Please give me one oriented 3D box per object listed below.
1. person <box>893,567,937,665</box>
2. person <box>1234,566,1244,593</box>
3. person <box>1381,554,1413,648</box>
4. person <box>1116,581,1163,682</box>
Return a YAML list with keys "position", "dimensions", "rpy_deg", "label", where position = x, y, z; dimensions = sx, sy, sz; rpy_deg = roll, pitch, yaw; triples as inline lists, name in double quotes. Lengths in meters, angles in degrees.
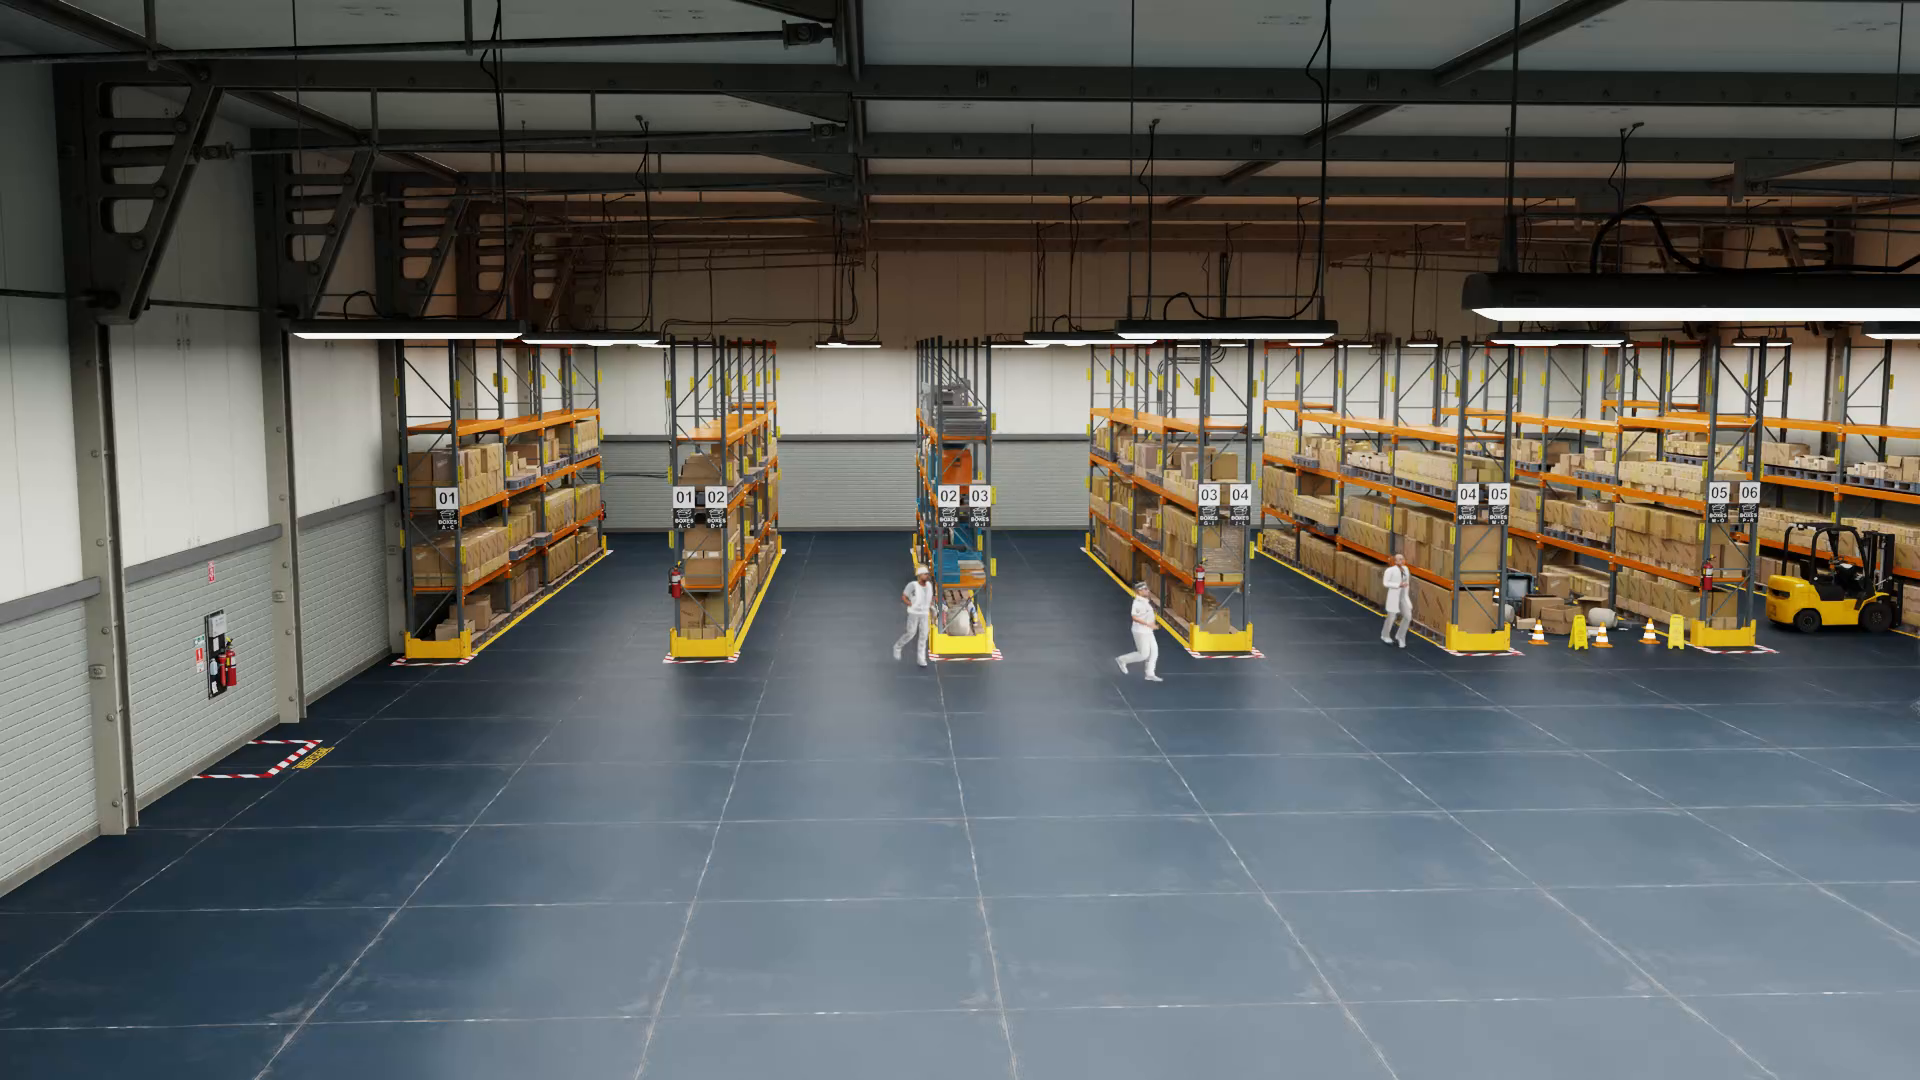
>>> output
- position: [-0.736, 1.373, 30.573]
  dimensions: [0.746, 1.751, 0.889]
  rpy_deg: [-5, 8, -38]
  label: "person"
- position: [6.560, 0.376, 39.583]
  dimensions: [0.699, 1.738, 0.758]
  rpy_deg: [-1, 7, -12]
  label: "person"
- position: [8.497, 1.186, 32.339]
  dimensions: [0.701, 1.848, 0.771]
  rpy_deg: [-2, 7, -17]
  label: "person"
- position: [3.138, 1.582, 28.908]
  dimensions: [0.825, 1.767, 0.664]
  rpy_deg: [2, 7, 18]
  label: "person"
